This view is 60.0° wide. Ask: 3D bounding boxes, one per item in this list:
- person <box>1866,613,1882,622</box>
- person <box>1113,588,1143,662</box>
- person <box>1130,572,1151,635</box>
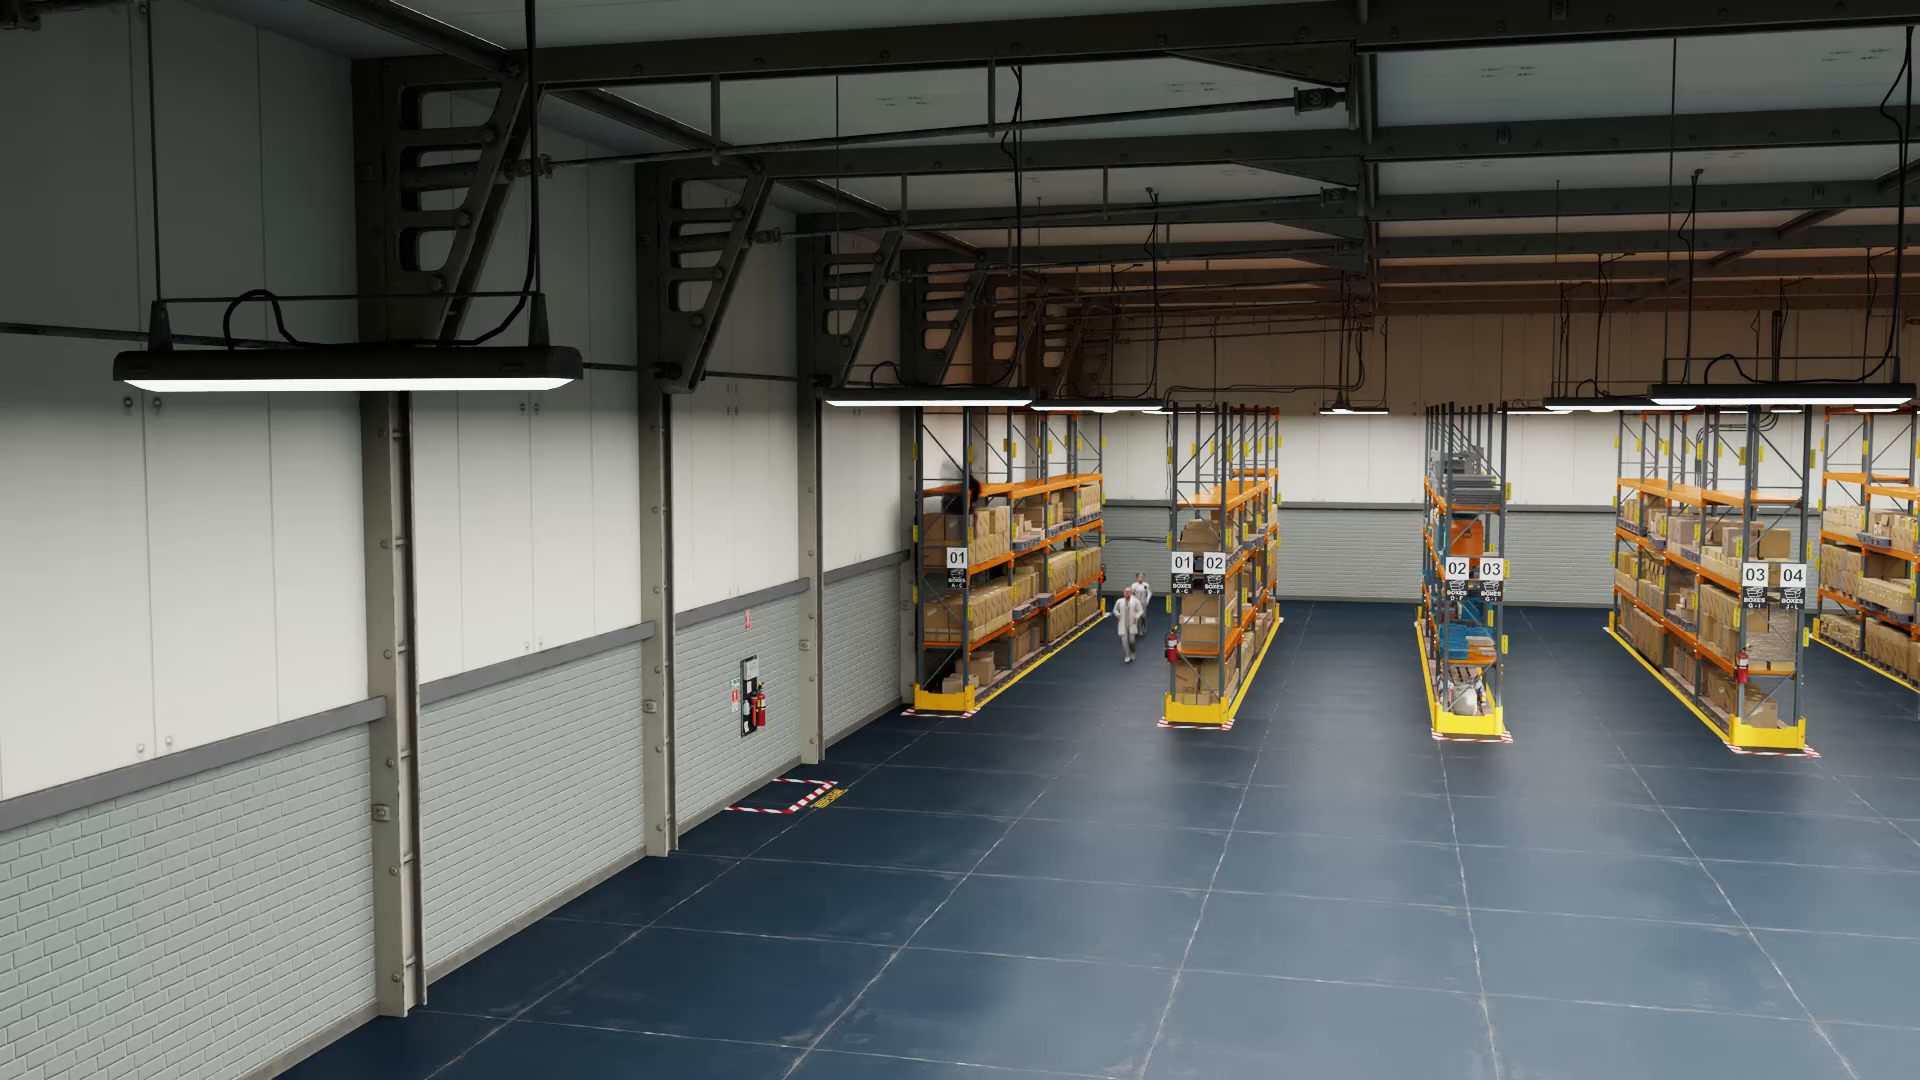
[{"bbox_3d":[24.059,1.674,43.813,0.762,1.695,0.586,-3,5,-37],"label":"person"},{"bbox_3d":[3.919,1.988,38.891,0.708,1.726,0.641,1,4,10],"label":"person"},{"bbox_3d":[4.726,1.670,43.614,0.598,1.662,0.528,0,4,4],"label":"person"}]
